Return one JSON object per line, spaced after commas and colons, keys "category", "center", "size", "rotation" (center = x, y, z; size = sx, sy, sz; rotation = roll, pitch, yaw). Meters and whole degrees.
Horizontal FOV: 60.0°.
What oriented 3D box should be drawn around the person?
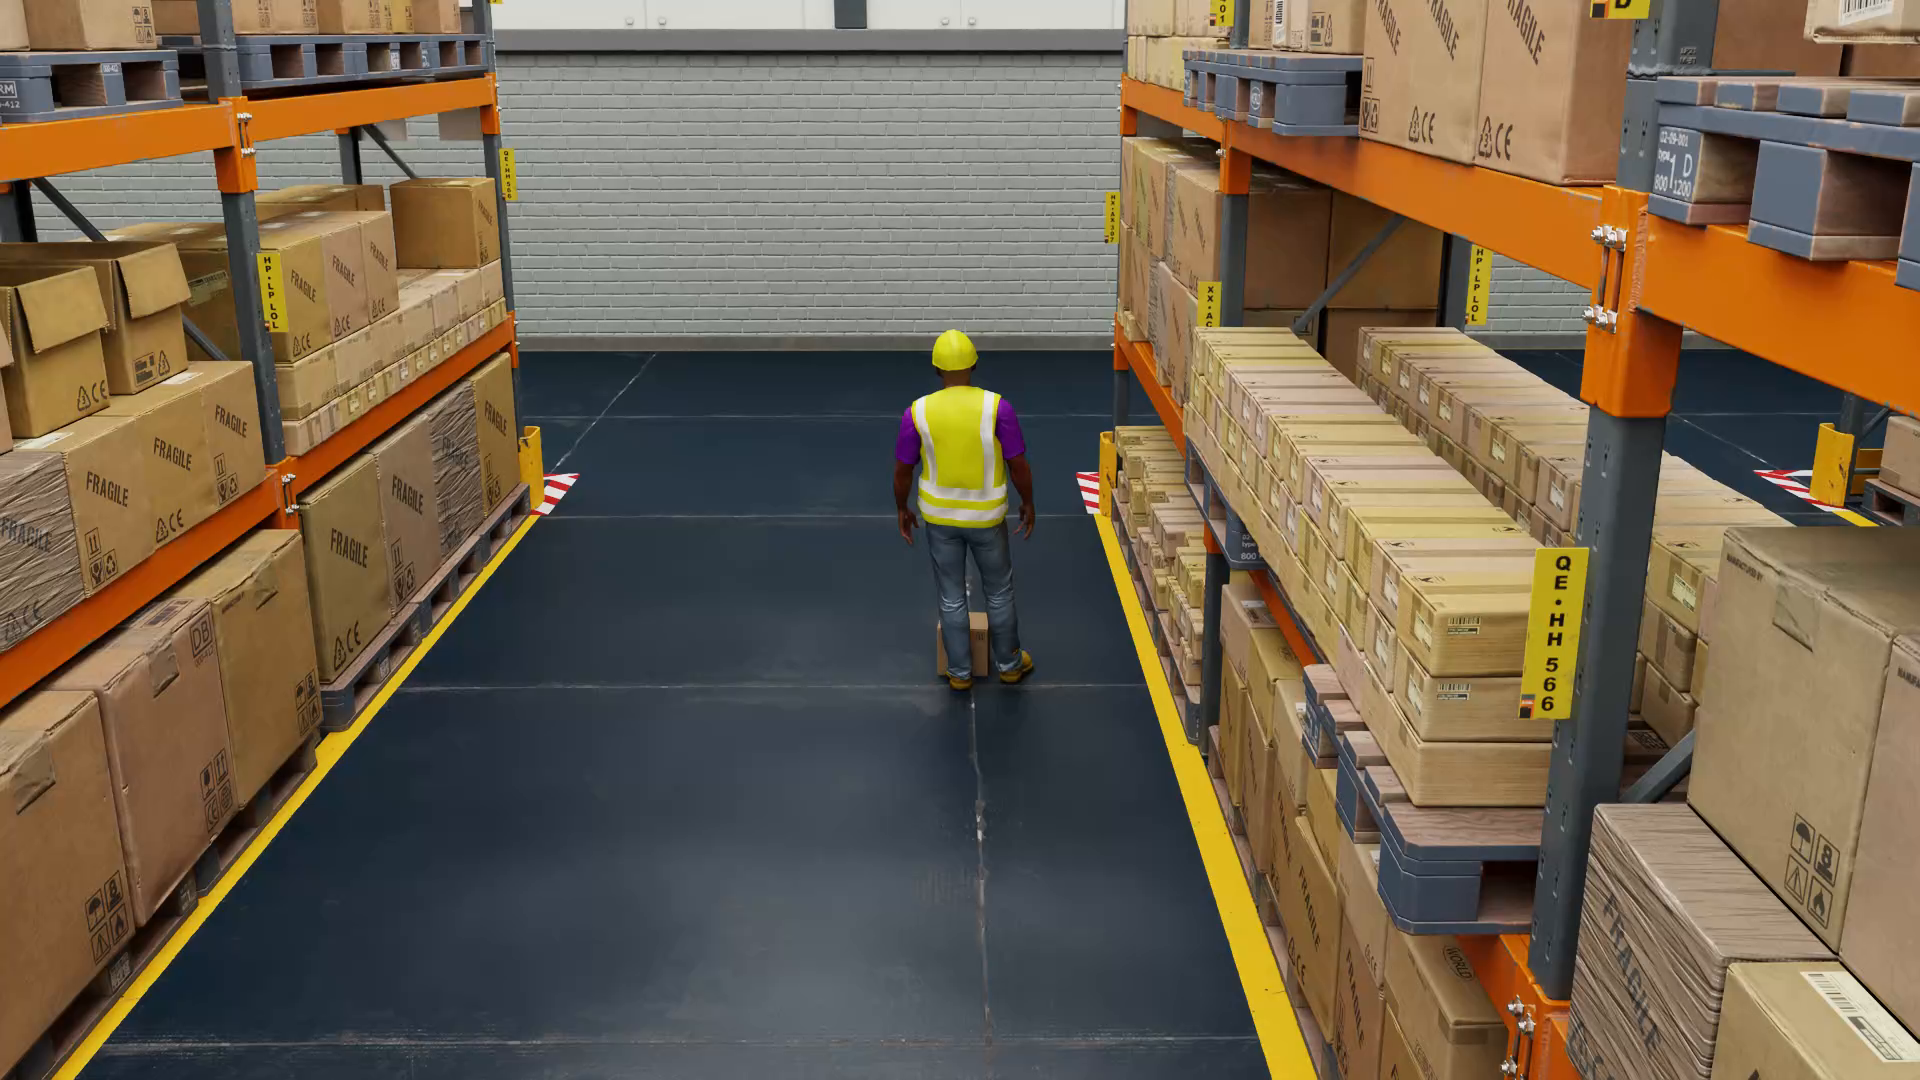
{"category": "person", "center": [0.030, -0.150, 7.963], "size": [0.666, 1.766, 0.576], "rotation": [2, 17, 6]}
